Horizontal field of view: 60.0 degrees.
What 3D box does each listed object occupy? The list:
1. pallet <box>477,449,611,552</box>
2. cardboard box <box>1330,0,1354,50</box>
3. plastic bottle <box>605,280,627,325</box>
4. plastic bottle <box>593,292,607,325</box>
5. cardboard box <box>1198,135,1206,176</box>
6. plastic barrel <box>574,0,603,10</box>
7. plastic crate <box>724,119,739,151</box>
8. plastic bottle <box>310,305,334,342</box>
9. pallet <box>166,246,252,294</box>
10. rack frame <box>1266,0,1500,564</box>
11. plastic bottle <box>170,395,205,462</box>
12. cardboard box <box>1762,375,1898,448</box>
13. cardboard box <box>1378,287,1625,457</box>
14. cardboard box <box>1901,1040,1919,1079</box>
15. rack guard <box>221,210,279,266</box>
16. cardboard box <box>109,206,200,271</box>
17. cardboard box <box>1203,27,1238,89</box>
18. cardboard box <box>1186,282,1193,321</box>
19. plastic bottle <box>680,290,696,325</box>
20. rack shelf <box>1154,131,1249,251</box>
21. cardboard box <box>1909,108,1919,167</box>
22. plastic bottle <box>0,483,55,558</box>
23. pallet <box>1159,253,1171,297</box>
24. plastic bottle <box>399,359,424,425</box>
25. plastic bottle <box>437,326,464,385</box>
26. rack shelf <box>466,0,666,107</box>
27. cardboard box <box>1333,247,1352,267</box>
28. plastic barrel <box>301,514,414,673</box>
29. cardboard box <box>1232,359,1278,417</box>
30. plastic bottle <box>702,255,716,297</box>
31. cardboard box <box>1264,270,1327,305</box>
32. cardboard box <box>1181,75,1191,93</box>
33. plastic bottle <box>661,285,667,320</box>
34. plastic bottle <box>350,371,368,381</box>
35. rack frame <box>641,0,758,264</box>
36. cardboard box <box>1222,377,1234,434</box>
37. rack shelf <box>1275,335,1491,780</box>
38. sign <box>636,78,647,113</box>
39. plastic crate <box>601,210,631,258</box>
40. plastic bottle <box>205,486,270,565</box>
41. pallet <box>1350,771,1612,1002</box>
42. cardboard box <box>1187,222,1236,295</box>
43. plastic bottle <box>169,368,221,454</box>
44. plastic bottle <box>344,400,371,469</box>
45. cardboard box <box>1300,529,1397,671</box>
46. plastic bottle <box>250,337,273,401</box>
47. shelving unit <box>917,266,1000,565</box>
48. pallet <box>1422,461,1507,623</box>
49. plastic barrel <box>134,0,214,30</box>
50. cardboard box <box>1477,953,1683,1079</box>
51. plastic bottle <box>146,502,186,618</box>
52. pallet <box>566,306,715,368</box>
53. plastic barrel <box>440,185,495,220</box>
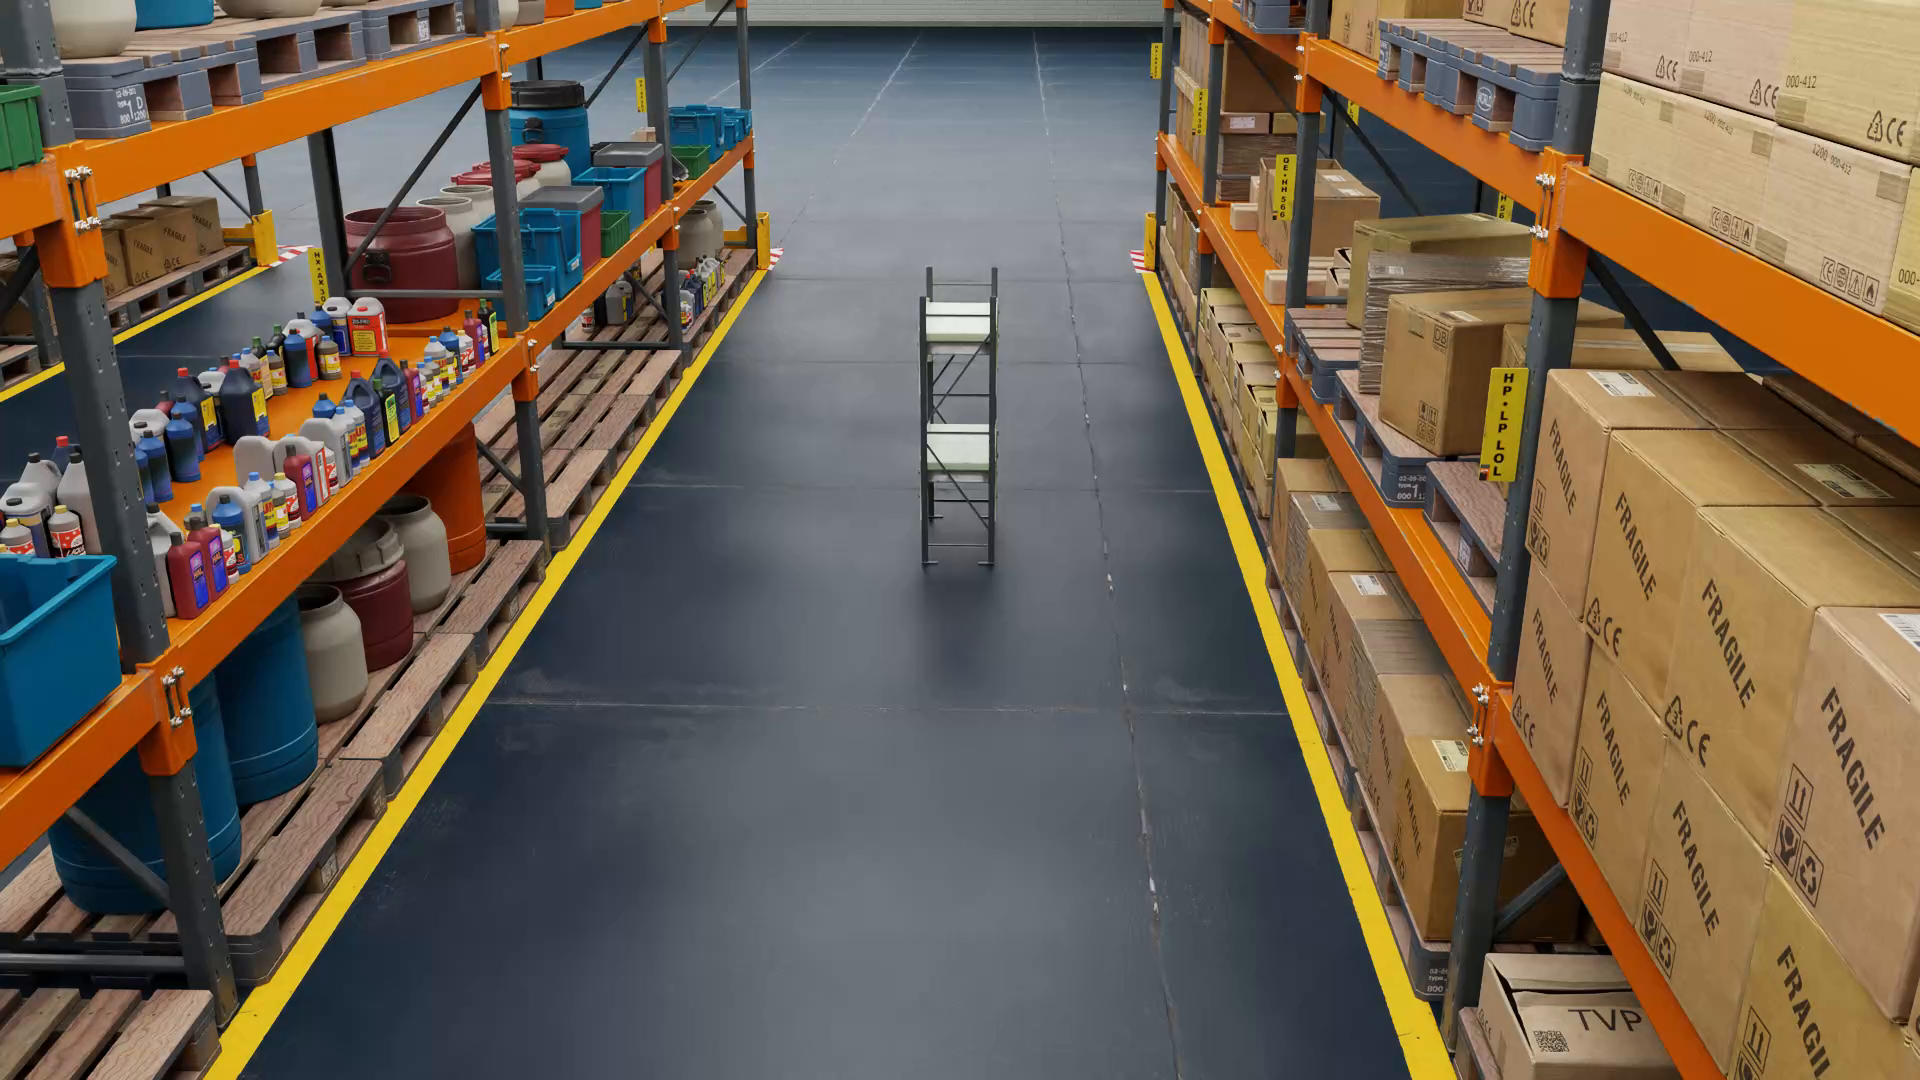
[{"bbox_3d":[-2.709,-0.254,9.892,1.003,0.211,1.213,1,21,2],"label":"pallet"},{"bbox_3d":[2.200,-2.506,7.555,0.910,0.500,0.500,1,21,2],"label":"cardboard box"},{"bbox_3d":[-2.775,-1.925,13.398,0.144,0.351,0.185,1,21,2],"label":"plastic bottle"},{"bbox_3d":[-2.919,-1.927,13.402,0.144,0.351,0.185,0,21,0],"label":"plastic bottle"},{"bbox_3d":[2.337,-3.244,13.605,0.700,0.500,0.500,1,21,2],"label":"cardboard box"},{"bbox_3d":[-2.488,-3.694,10.062,0.600,0.901,0.708,1,21,2],"label":"plastic barrel"},{"bbox_3d":[-2.270,-3.679,15.069,0.499,0.251,0.408,1,21,2],"label":"plastic crate"},{"bbox_3d":[-3.139,-1.020,8.189,0.097,0.271,0.097,0,21,0],"label":"plastic bottle"},{"bbox_3d":[-7.542,-2.601,15.940,1.003,0.211,1.213,1,21,2],"label":"pallet"},{"bbox_3d":[2.179,-1.219,8.523,1.000,3.000,0.127,1,21,2],"label":"rack frame"},{"bbox_3d":[-3.126,-0.451,6.723,0.097,0.271,0.097,0,21,0],"label":"plastic bottle"},{"bbox_3d":[2.301,-0.100,4.118,0.500,0.500,0.500,1,21,2],"label":"cardboard box"},{"bbox_3d":[2.050,-0.654,6.350,0.700,0.500,0.500,-5,22,-12],"label":"cardboard box"},{"bbox_3d":[1.710,1.094,2.424,0.500,0.500,0.500,1,21,2],"label":"cardboard box"},{"bbox_3d":[-7.481,-3.029,16.644,1.175,0.500,0.348,1,21,2],"label":"rack guard"},{"bbox_3d":[-7.499,-2.810,15.499,0.500,0.500,0.500,6,22,16],"label":"cardboard box"},{"bbox_3d":[2.338,-3.841,13.349,0.700,0.500,0.500,1,21,2],"label":"cardboard box"},{"bbox_3d":[2.122,-1.930,13.576,0.500,0.250,0.500,1,21,2],"label":"cardboard box"},{"bbox_3d":[-2.220,-1.884,13.394,0.152,0.276,0.135,1,21,4],"label":"plastic bottle"},{"bbox_3d":[2.362,-3.053,14.244,1.077,0.370,4.000,1,21,2],"label":"rack shelf"},{"bbox_3d":[1.739,-0.619,2.346,0.500,0.250,0.500,1,21,2],"label":"cardboard box"},{"bbox_3d":[-3.193,-0.049,5.679,0.152,0.276,0.135,1,21,2],"label":"plastic bottle"},{"bbox_3d":[2.441,-2.534,15.769,1.003,0.211,1.213,1,21,2],"label":"pallet"},{"bbox_3d":[-2.392,-0.656,7.234,0.061,0.283,0.133,1,21,2],"label":"plastic bottle"},{"bbox_3d":[-2.392,-0.868,7.798,0.097,0.271,0.097,0,21,0],"label":"plastic bottle"},{"bbox_3d":[-2.711,-3.061,10.118,1.077,0.370,4.000,1,21,2],"label":"rack shelf"},{"bbox_3d":[2.400,-1.498,9.367,0.500,0.311,0.500,0,21,1],"label":"cardboard box"},{"bbox_3d":[-2.804,0.239,7.519,0.600,0.588,0.708,1,21,2],"label":"plastic barrel"},{"bbox_3d":[1.976,-0.957,10.293,0.500,0.311,0.500,0,21,1],"label":"cardboard box"},{"bbox_3d":[-2.186,-2.267,14.280,0.144,0.351,0.185,2,21,4],"label":"plastic bottle"},{"bbox_3d":[1.930,-1.430,9.414,0.380,0.149,0.250,1,21,2],"label":"cardboard box"},{"bbox_3d":[2.171,-4.044,14.769,0.380,0.149,0.250,0,21,1],"label":"cardboard box"},{"bbox_3d":[-2.355,-1.980,13.539,0.144,0.351,0.185,1,21,2],"label":"plastic bottle"},{"bbox_3d":[-2.542,-0.591,7.066,0.061,0.283,0.133,1,21,2],"label":"plastic bottle"},{"bbox_3d":[-2.528,-4.167,16.122,1.000,3.000,0.127,1,21,2],"label":"rack frame"},{"bbox_3d":[1.995,-0.880,10.870,0.500,0.250,0.500,1,21,3],"label":"cardboard box"},{"bbox_3d":[2.118,-0.160,6.790,1.077,0.370,4.000,1,21,2],"label":"rack shelf"},{"bbox_3d":[-3.078,-4.304,16.091,0.100,0.325,0.005,1,21,2],"label":"sign"},{"bbox_3d":[-2.421,-1.989,10.802,0.450,0.188,0.662,1,21,2],"label":"plastic crate"},{"bbox_3d":[-2.487,-0.066,5.724,0.152,0.276,0.135,1,21,2],"label":"plastic bottle"},{"bbox_3d":[2.044,1.233,6.059,1.003,0.211,1.213,1,21,2],"label":"pallet"},{"bbox_3d":[2.123,-2.279,13.440,0.500,0.500,0.500,1,21,2],"label":"cardboard box"},{"bbox_3d":[-3.159,-0.540,6.841,0.144,0.351,0.185,1,21,2],"label":"plastic bottle"},{"bbox_3d":[-2.430,-0.427,6.660,0.097,0.271,0.097,0,21,0],"label":"plastic bottle"},{"bbox_3d":[1.849,0.274,7.524,0.500,0.500,0.500,0,21,1],"label":"cardboard box"},{"bbox_3d":[-3.179,-0.769,7.524,0.061,0.283,0.133,1,21,2],"label":"plastic bottle"},{"bbox_3d":[0.000,-0.702,9.264,0.431,1.500,0.755,1,21,2],"label":"shelving unit"},{"bbox_3d":[2.191,0.029,5.572,1.003,0.211,1.213,1,21,2],"label":"pallet"},{"bbox_3d":[-2.994,-2.275,5.825,0.600,0.901,0.708,1,21,2],"label":"plastic barrel"},{"bbox_3d":[1.828,1.425,4.818,0.500,0.311,0.500,1,21,2],"label":"cardboard box"},{"bbox_3d":[-2.558,0.056,5.305,0.144,0.351,0.185,1,21,2],"label":"plastic bottle"},{"bbox_3d":[-2.588,-1.663,13.524,1.003,0.211,1.213,1,21,2],"label":"pallet"},{"bbox_3d":[-2.941,-1.853,10.004,0.421,0.512,0.421,0,21,0],"label":"plastic barrel"}]
